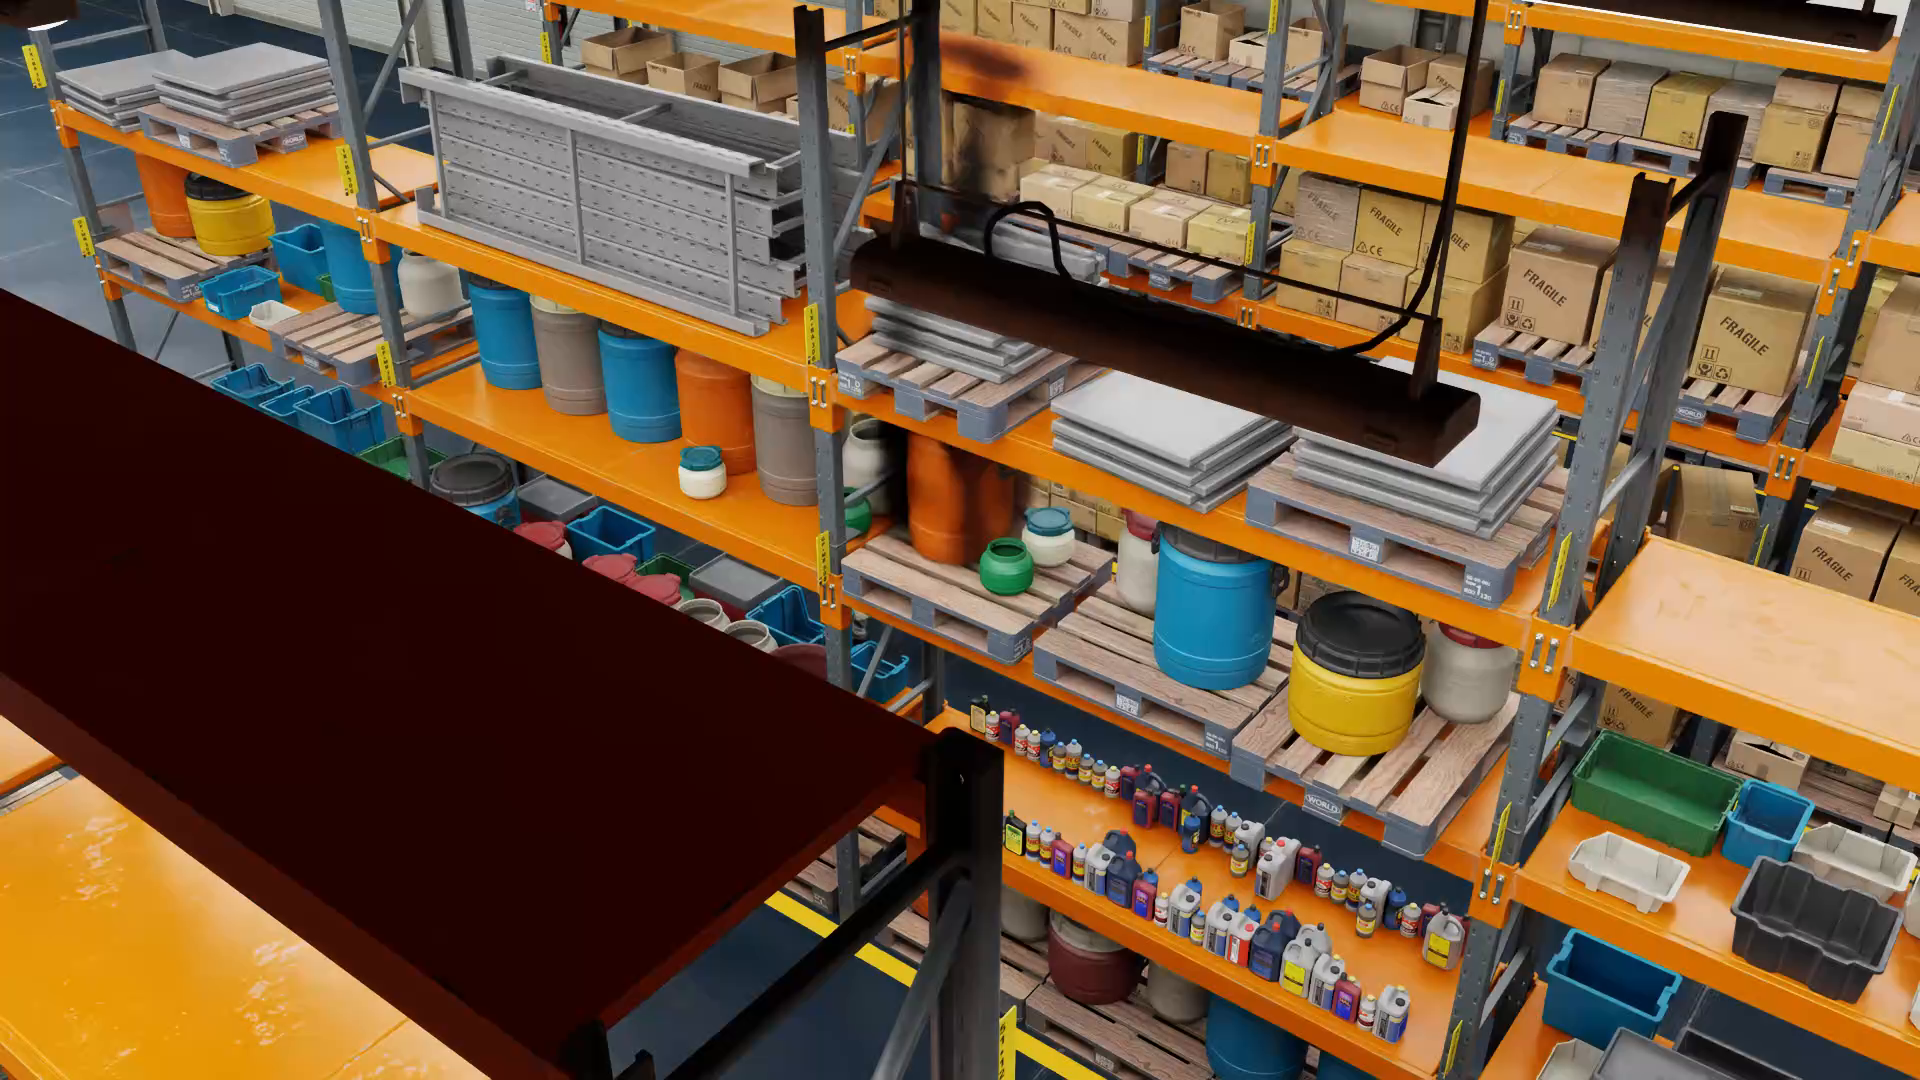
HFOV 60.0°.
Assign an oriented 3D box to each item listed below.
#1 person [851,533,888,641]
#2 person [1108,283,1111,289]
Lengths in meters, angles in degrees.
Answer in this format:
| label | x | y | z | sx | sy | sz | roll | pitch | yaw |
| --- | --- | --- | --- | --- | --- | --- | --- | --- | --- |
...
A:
| label | x | y | z | sx | sy | sz | roll | pitch | yaw |
| --- | --- | --- | --- | --- | --- | --- | --- | --- | --- |
| person | -0.626 | 0.130 | 13.367 | 0.956 | 1.786 | 0.667 | 16 | 35 | 24 |
| person | 1.376 | -2.183 | 17.431 | 0.852 | 1.486 | 0.601 | 9 | 32 | 14 |
